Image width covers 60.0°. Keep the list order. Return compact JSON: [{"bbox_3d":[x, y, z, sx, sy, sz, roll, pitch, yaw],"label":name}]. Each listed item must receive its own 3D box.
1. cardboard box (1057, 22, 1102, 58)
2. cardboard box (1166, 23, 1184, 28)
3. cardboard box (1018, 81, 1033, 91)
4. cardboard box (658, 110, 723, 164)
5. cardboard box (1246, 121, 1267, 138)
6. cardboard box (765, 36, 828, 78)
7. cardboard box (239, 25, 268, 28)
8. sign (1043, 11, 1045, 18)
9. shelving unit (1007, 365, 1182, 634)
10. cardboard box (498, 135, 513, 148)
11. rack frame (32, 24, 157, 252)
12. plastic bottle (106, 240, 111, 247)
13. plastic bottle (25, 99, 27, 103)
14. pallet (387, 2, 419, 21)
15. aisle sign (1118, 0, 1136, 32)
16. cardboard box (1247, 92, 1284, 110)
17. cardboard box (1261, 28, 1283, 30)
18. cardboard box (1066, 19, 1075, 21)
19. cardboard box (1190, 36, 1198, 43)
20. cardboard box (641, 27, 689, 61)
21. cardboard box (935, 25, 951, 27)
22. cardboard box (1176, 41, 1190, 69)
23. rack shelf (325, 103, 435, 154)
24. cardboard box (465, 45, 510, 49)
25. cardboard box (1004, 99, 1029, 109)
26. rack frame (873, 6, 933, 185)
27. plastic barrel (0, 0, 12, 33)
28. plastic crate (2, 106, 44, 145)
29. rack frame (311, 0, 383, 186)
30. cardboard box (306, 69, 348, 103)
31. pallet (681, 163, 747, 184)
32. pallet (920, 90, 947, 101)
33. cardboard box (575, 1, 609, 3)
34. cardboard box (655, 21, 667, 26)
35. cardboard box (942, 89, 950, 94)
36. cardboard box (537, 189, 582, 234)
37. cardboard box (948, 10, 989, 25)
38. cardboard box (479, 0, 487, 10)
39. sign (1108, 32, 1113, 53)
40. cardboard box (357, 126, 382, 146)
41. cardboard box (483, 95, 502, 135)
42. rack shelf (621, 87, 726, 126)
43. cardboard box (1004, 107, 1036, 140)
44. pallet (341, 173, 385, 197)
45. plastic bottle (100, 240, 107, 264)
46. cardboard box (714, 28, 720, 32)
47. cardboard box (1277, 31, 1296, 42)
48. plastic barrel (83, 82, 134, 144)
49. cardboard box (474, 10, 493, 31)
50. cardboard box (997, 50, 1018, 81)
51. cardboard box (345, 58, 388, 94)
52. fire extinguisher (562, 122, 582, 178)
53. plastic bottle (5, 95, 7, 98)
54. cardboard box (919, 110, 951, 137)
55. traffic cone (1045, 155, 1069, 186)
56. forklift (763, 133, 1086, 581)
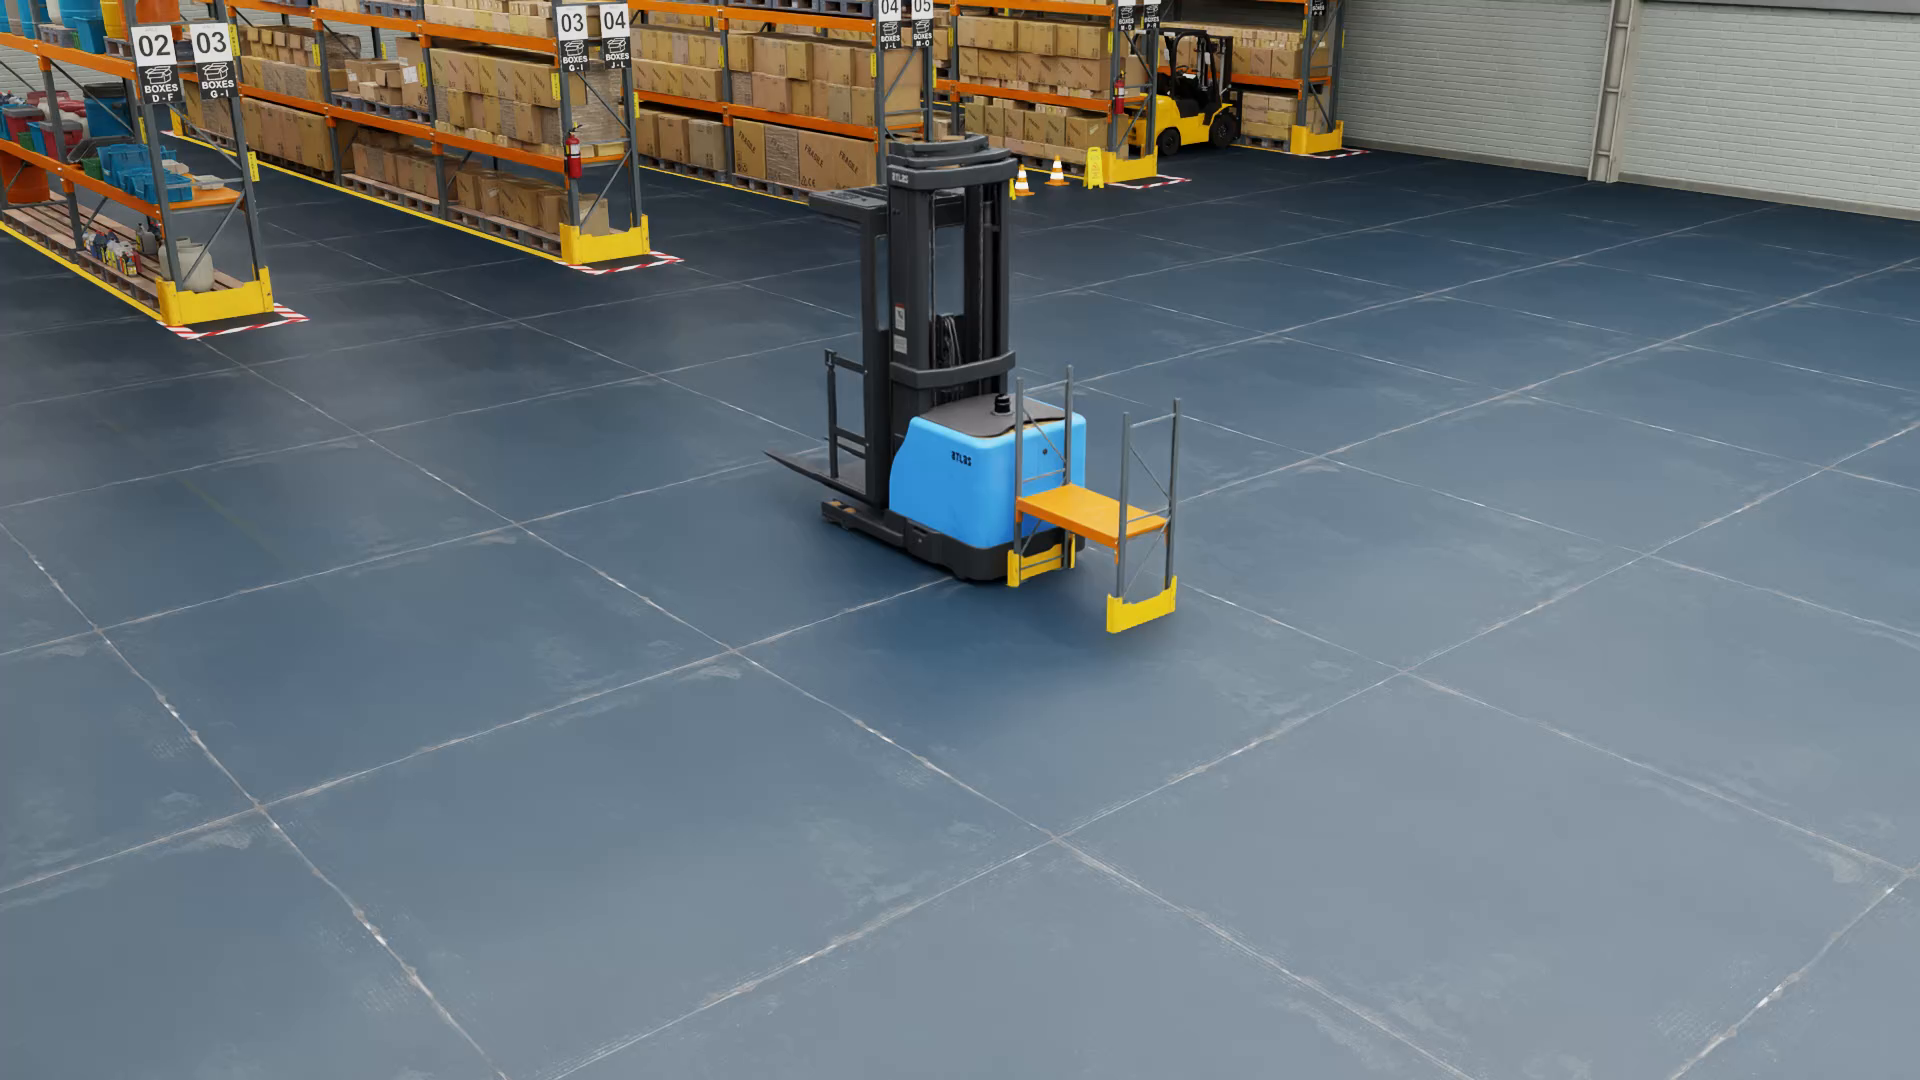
[{"bbox_3d":[2.045,-8.371,27.826,0.700,0.500,0.500,-17,27,-37],"label":"cardboard box"},{"bbox_3d":[4.251,-10.059,32.618,0.380,0.149,0.250,-17,27,-37],"label":"cardboard box"},{"bbox_3d":[1.233,-7.895,28.873,0.380,0.149,0.250,-18,27,-38],"label":"cardboard box"},{"bbox_3d":[-4.527,-6.953,28.633,1.050,0.750,0.750,-17,27,-37],"label":"cardboard box"},{"bbox_3d":[5.763,-7.781,31.432,0.500,0.250,0.500,-17,27,-37],"label":"cardboard box"},{"bbox_3d":[-2.517,-7.544,25.946,0.875,0.550,0.550,-17,27,-37],"label":"cardboard box"},{"bbox_3d":[-12.907,-9.194,30.615,0.500,0.500,0.500,-17,27,-37],"label":"cardboard box"},{"bbox_3d":[1.822,-11.554,36.283,0.100,0.325,0.005,-17,27,-37],"label":"sign"},{"bbox_3d":[0.893,-0.300,11.195,0.587,1.500,1.083,-17,27,-36],"label":"shelving unit"},{"bbox_3d":[-6.041,-5.432,22.584,0.380,0.149,0.250,-17,27,-37],"label":"cardboard box"},{"bbox_3d":[-11.003,-5.056,21.280,1.000,3.000,0.127,-17,27,-37],"label":"rack frame"},{"bbox_3d":[-10.543,-3.585,20.661,0.097,0.271,0.097,0,21,0],"label":"plastic bottle"},{"bbox_3d":[-14.157,-6.543,25.236,0.061,0.283,0.133,-17,27,-37],"label":"plastic bottle"},{"bbox_3d":[-7.573,-7.740,24.278,1.213,0.211,1.003,-17,27,-37],"label":"pallet"},{"bbox_3d":[2.689,-8.613,26.798,0.394,0.787,0.004,-17,27,-37],"label":"aisle sign"},{"bbox_3d":[5.751,-8.245,31.246,0.500,0.250,0.500,-17,27,-36],"label":"cardboard box"},{"bbox_3d":[5.899,-9.591,31.424,0.380,0.149,0.250,-16,27,-36],"label":"cardboard box"},{"bbox_3d":[2.361,-11.006,35.444,0.380,0.149,0.250,-18,28,-38],"label":"cardboard box"},{"bbox_3d":[4.660,-9.680,32.058,0.380,0.149,0.250,-18,28,-38],"label":"cardboard box"},{"bbox_3d":[-5.085,-8.598,28.815,0.700,0.500,0.500,-18,28,-38],"label":"cardboard box"},{"bbox_3d":[-0.471,-9.451,31.379,0.500,0.500,0.500,-18,27,-38],"label":"cardboard box"},{"bbox_3d":[4.459,-9.499,32.486,0.500,0.500,0.500,-17,27,-37],"label":"cardboard box"},{"bbox_3d":[-8.556,-6.453,25.832,1.077,0.370,4.000,-17,27,-37],"label":"rack shelf"},{"bbox_3d":[-6.748,-6.827,23.885,0.500,0.500,0.500,-17,27,-37],"label":"cardboard box"},{"bbox_3d":[0.989,-7.669,29.229,0.380,0.149,0.250,-16,26,-34],"label":"cardboard box"},{"bbox_3d":[-0.816,-6.283,24.412,1.000,3.000,0.127,-17,27,-37],"label":"rack frame"},{"bbox_3d":[-12.353,-7.136,21.791,0.600,0.901,0.708,-17,27,-37],"label":"plastic barrel"},{"bbox_3d":[-12.791,-5.672,22.764,0.402,0.464,0.583,-17,27,-37],"label":"plastic crate"},{"bbox_3d":[-9.861,-7.340,27.112,1.000,3.000,0.127,-17,27,-37],"label":"rack frame"},{"bbox_3d":[-10.371,-7.464,27.291,0.500,0.500,0.500,-16,27,-36],"label":"cardboard box"},{"bbox_3d":[-3.988,-6.285,28.241,1.003,0.211,1.213,-17,27,-37],"label":"pallet"},{"bbox_3d":[-0.647,-10.473,38.934,1.003,0.211,1.213,-17,27,-37],"label":"pallet"},{"bbox_3d":[-4.740,-6.868,21.453,0.380,0.149,0.250,-17,27,-36],"label":"cardboard box"},{"bbox_3d":[-6.471,-11.343,37.194,0.500,0.500,0.500,-16,27,-36],"label":"cardboard box"},{"bbox_3d":[-0.050,-10.403,37.784,0.500,0.500,0.500,-19,28,-39],"label":"cardboard box"},{"bbox_3d":[-5.451,-4.495,22.699,0.500,0.500,0.500,-10,23,-24],"label":"cardboard box"},{"bbox_3d":[0.198,-11.533,37.098,0.797,0.503,0.637,-18,28,-39],"label":"cardboard box"},{"bbox_3d":[-6.198,-7.170,22.223,0.380,0.149,0.250,-17,27,-36],"label":"cardboard box"},{"bbox_3d":[2.435,-8.049,26.900,0.100,0.325,0.005,-17,27,-37],"label":"sign"},{"bbox_3d":[-9.401,-6.552,26.896,0.500,0.250,0.500,-16,27,-35],"label":"cardboard box"},{"bbox_3d":[-6.006,-5.872,22.819,0.875,0.500,0.500,-17,27,-37],"label":"cardboard box"},{"bbox_3d":[-4.732,-7.606,28.776,1.077,0.370,4.000,-17,27,-37],"label":"rack shelf"},{"bbox_3d":[1.133,-7.343,29.284,0.500,0.500,0.500,-16,26,-35],"label":"cardboard box"},{"bbox_3d":[-9.353,-5.826,27.068,1.003,0.211,1.213,-17,27,-37],"label":"pallet"},{"bbox_3d":[-10.591,-3.567,20.599,0.061,0.283,0.133,-16,26,-35],"label":"plastic bottle"},{"bbox_3d":[-4.891,-10.779,35.411,0.500,0.250,0.500,-18,28,-39],"label":"cardboard box"},{"bbox_3d":[6.048,-9.268,30.600,0.380,0.149,0.250,-17,27,-37],"label":"cardboard box"},{"bbox_3d":[-11.025,-5.468,21.645,0.600,0.901,0.708,-17,27,-37],"label":"plastic barrel"},{"bbox_3d":[-6.135,-6.948,22.203,0.500,0.250,0.500,-18,28,-38],"label":"cardboard box"},{"bbox_3d":[0.996,-8.316,29.059,0.500,0.500,0.500,-18,28,-38],"label":"cardboard box"},{"bbox_3d":[-9.479,-7.443,26.660,0.500,0.500,0.500,18,28,39],"label":"cardboard box"},{"bbox_3d":[-4.914,-4.953,21.122,0.296,0.674,0.183,-17,27,-37],"label":"fire extinguisher"},{"bbox_3d":[-14.778,-6.756,25.797,0.097,0.271,0.097,0,21,0],"label":"plastic bottle"},{"bbox_3d":[-0.559,-7.908,31.590,0.950,0.372,0.625,-15,26,-34],"label":"cardboard box"},{"bbox_3d":[1.610,-6.120,27.474,0.336,0.463,0.334,-17,27,-37],"label":"traffic cone"},{"bbox_3d":[-0.411,-1.547,12.415,1.130,2.935,3.031,-17,27,-36],"label":"forklift"}]
